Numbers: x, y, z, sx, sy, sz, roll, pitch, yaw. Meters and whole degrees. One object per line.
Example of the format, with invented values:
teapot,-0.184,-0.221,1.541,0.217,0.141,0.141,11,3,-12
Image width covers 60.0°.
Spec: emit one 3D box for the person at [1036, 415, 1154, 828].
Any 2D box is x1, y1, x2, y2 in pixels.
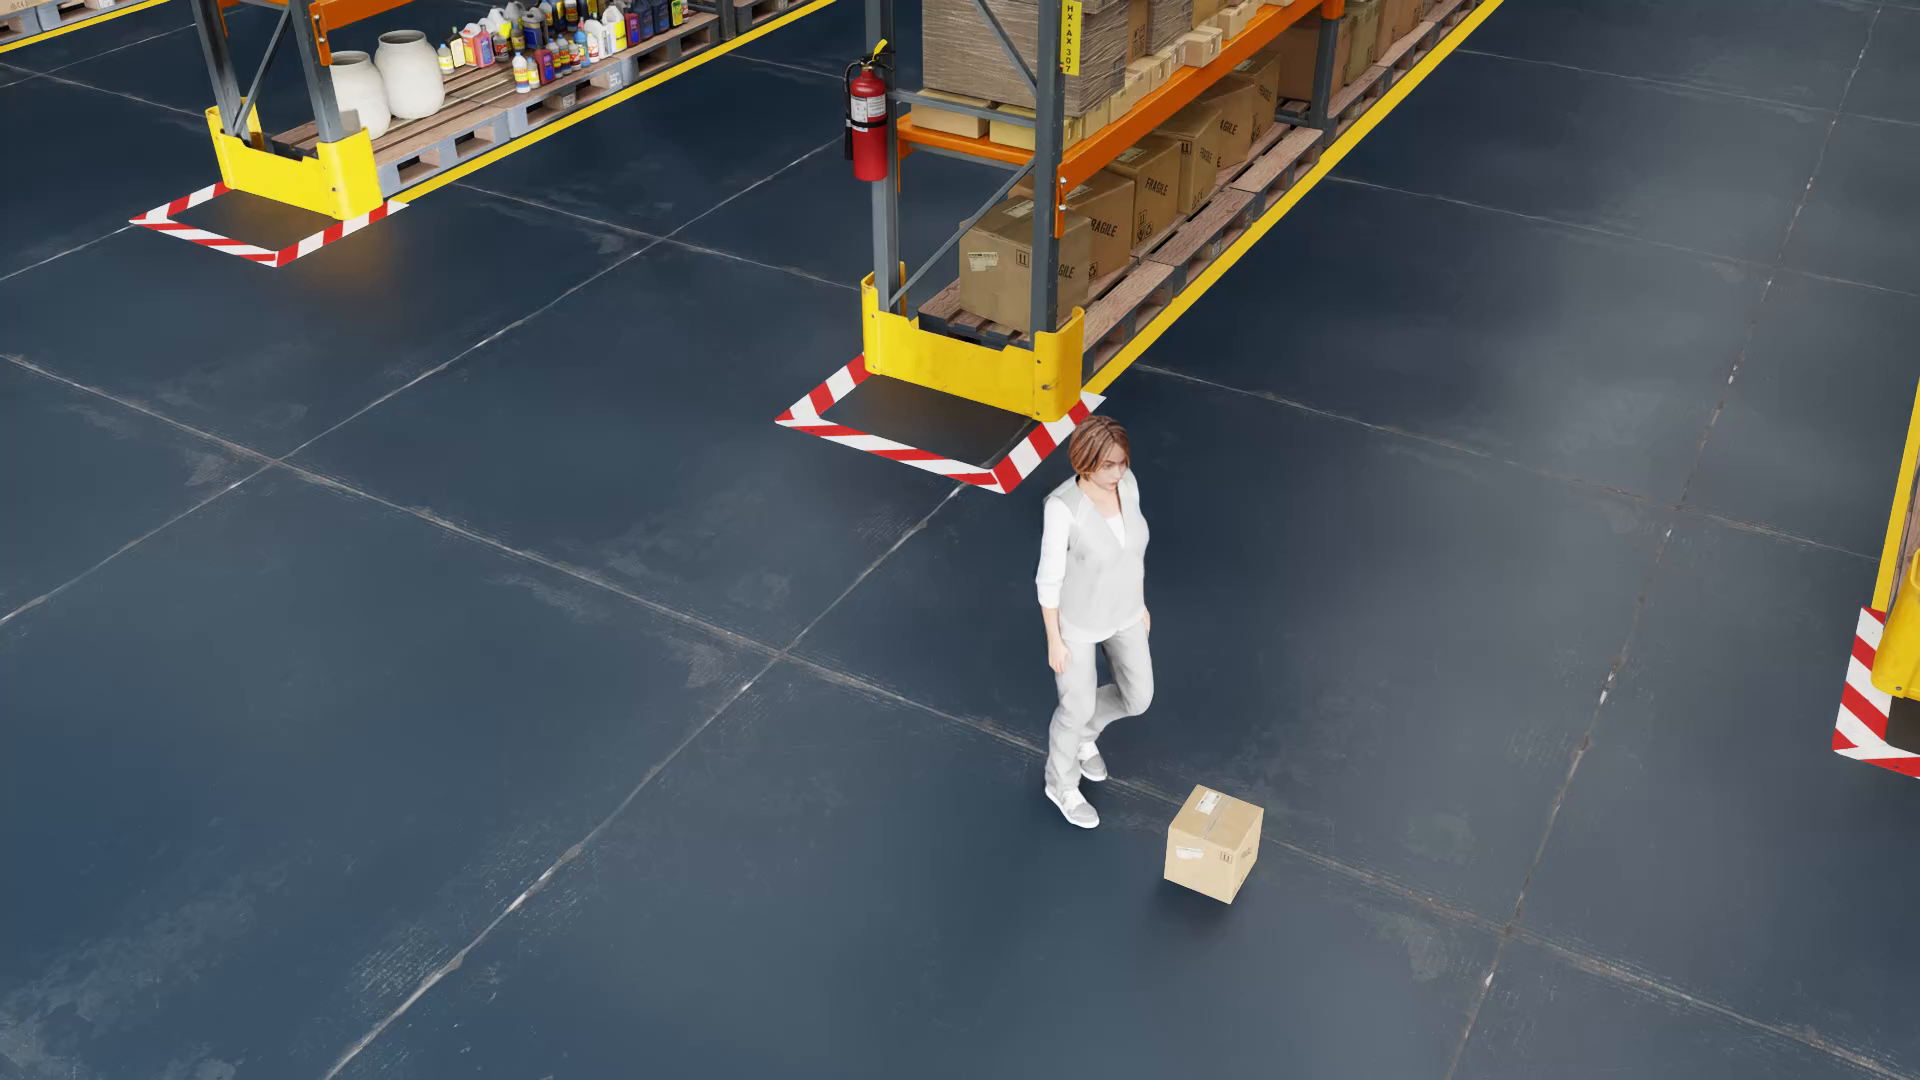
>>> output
person,0.446,0.280,5.731,0.436,1.590,0.394,-22,40,-29
